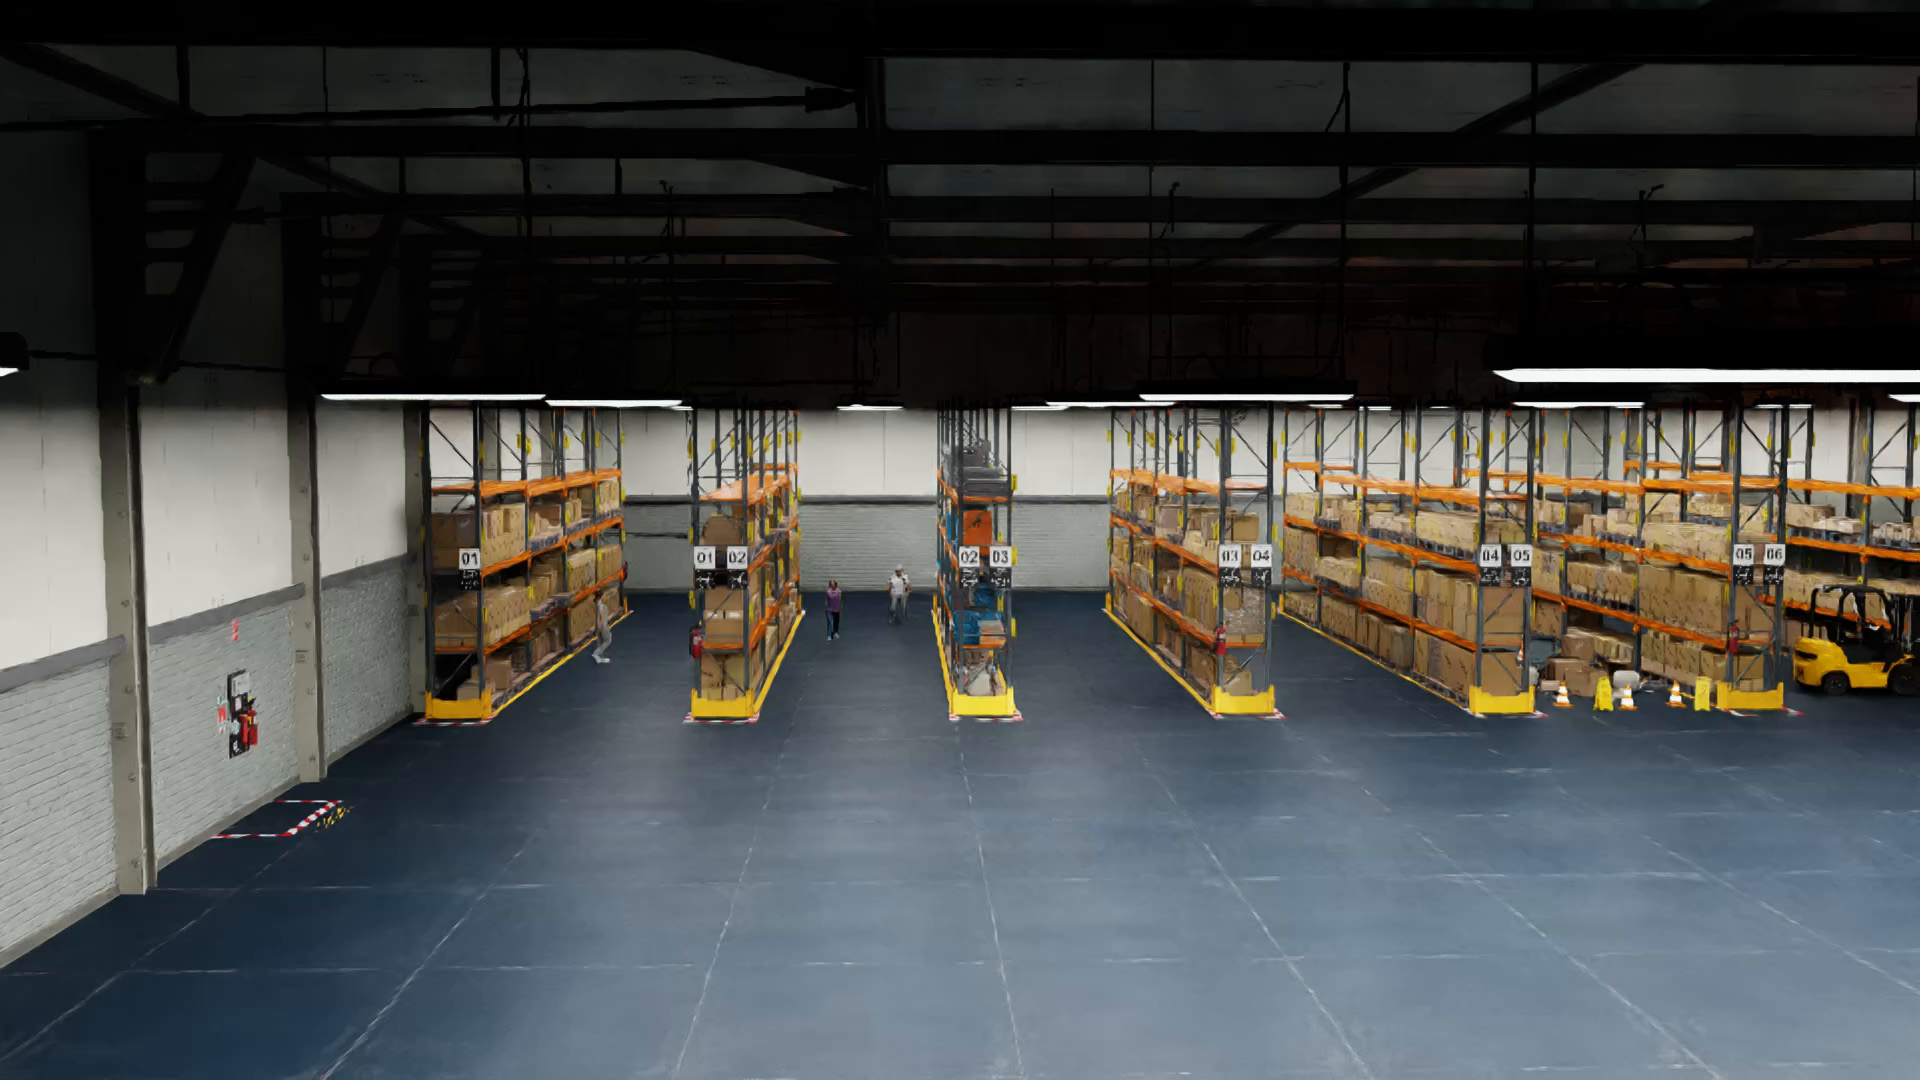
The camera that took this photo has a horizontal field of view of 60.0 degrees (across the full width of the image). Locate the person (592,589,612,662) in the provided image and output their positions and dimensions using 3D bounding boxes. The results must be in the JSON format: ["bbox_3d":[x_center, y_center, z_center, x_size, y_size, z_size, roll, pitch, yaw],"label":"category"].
[{"bbox_3d":[-8.194,1.960,37.918,0.435,1.671,0.492,-2,5,-26],"label":"person"}]

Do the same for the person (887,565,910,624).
[{"bbox_3d":[-1.649,1.468,44.822,0.625,1.607,0.582,0,4,-4],"label":"person"}]

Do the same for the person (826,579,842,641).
[{"bbox_3d":[-3.157,1.733,41.677,0.415,1.517,1.042,0,4,-4],"label":"person"}]

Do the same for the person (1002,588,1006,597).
[{"bbox_3d":[1.314,0.924,51.391,0.643,1.660,0.494,-4,6,-42],"label":"person"}]
